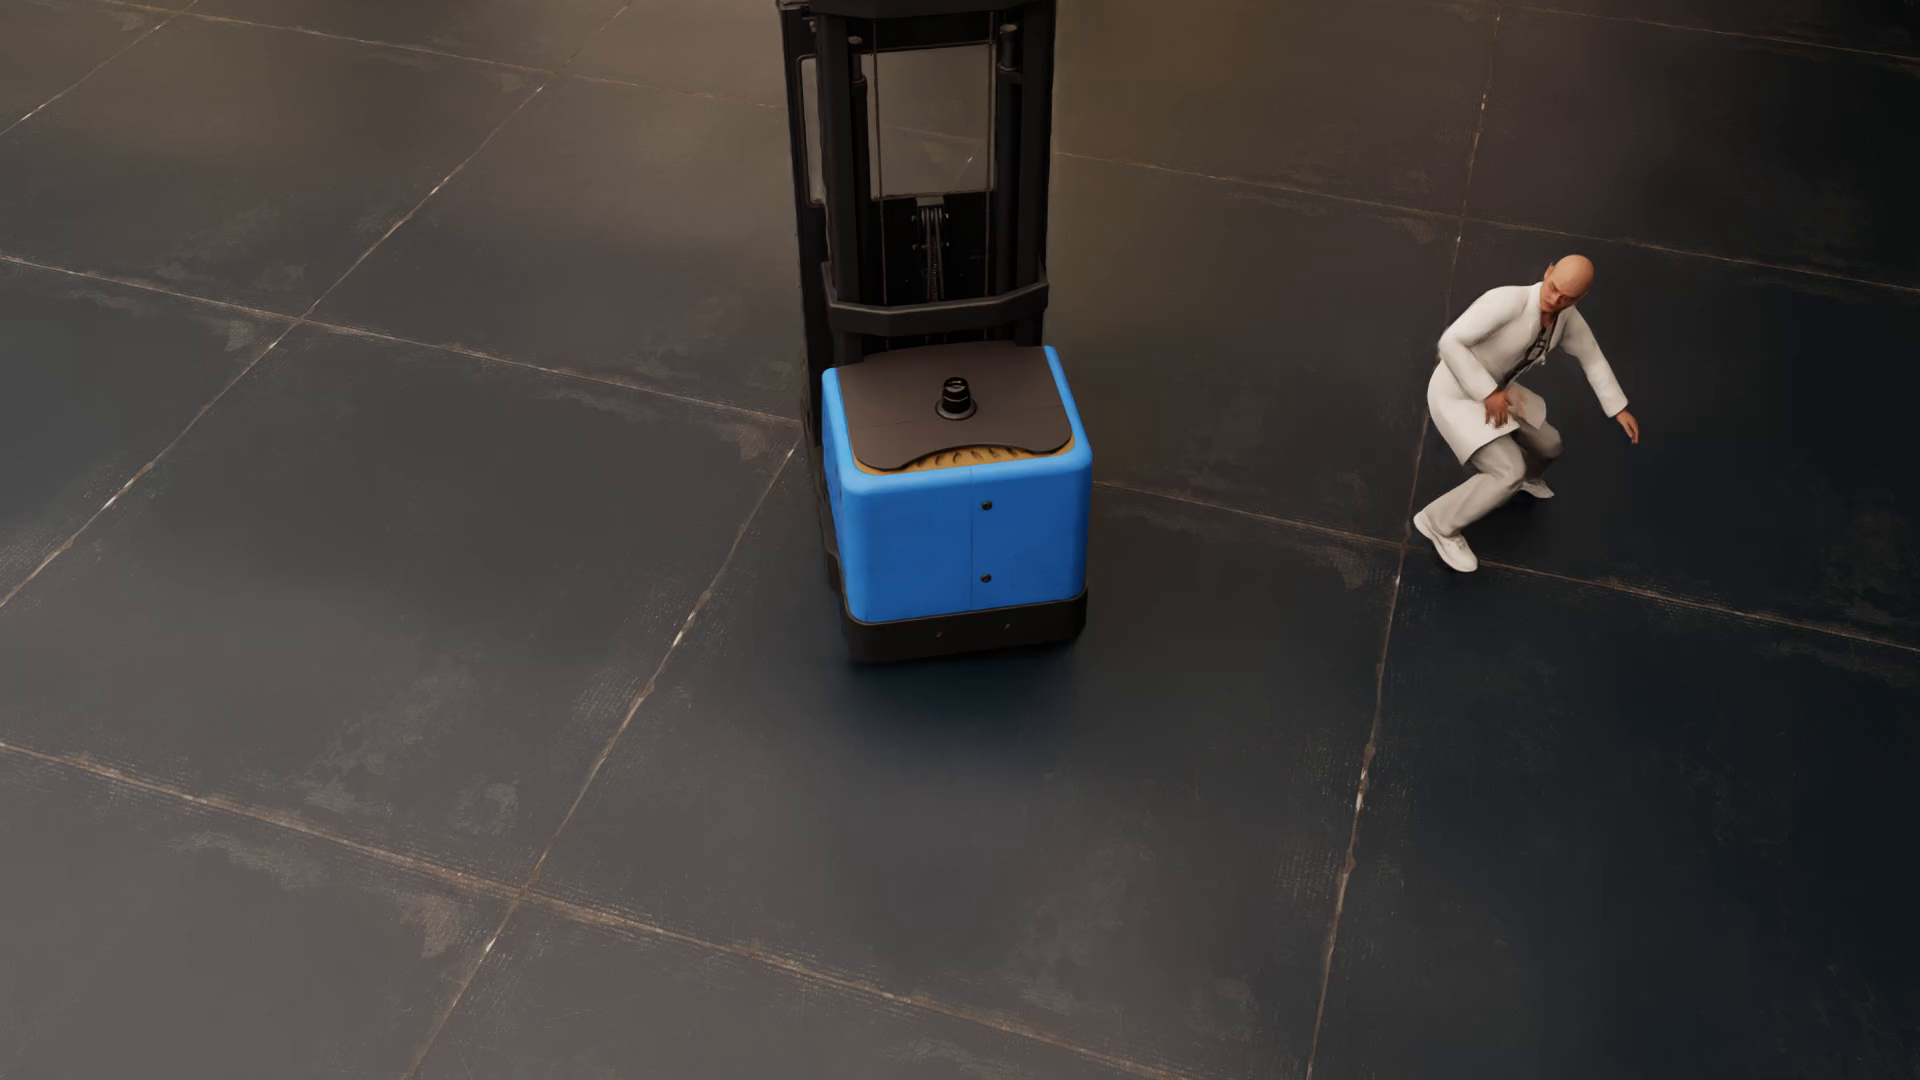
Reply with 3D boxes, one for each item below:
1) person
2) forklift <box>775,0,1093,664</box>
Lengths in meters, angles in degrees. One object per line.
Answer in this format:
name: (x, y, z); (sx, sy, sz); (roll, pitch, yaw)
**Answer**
person: (2.528, -0.590, 7.420); (0.917, 1.561, 0.782); (-29, 50, -28)
forklift: (-0.207, -1.553, 7.358); (1.130, 2.935, 3.031); (-7, 43, -7)
